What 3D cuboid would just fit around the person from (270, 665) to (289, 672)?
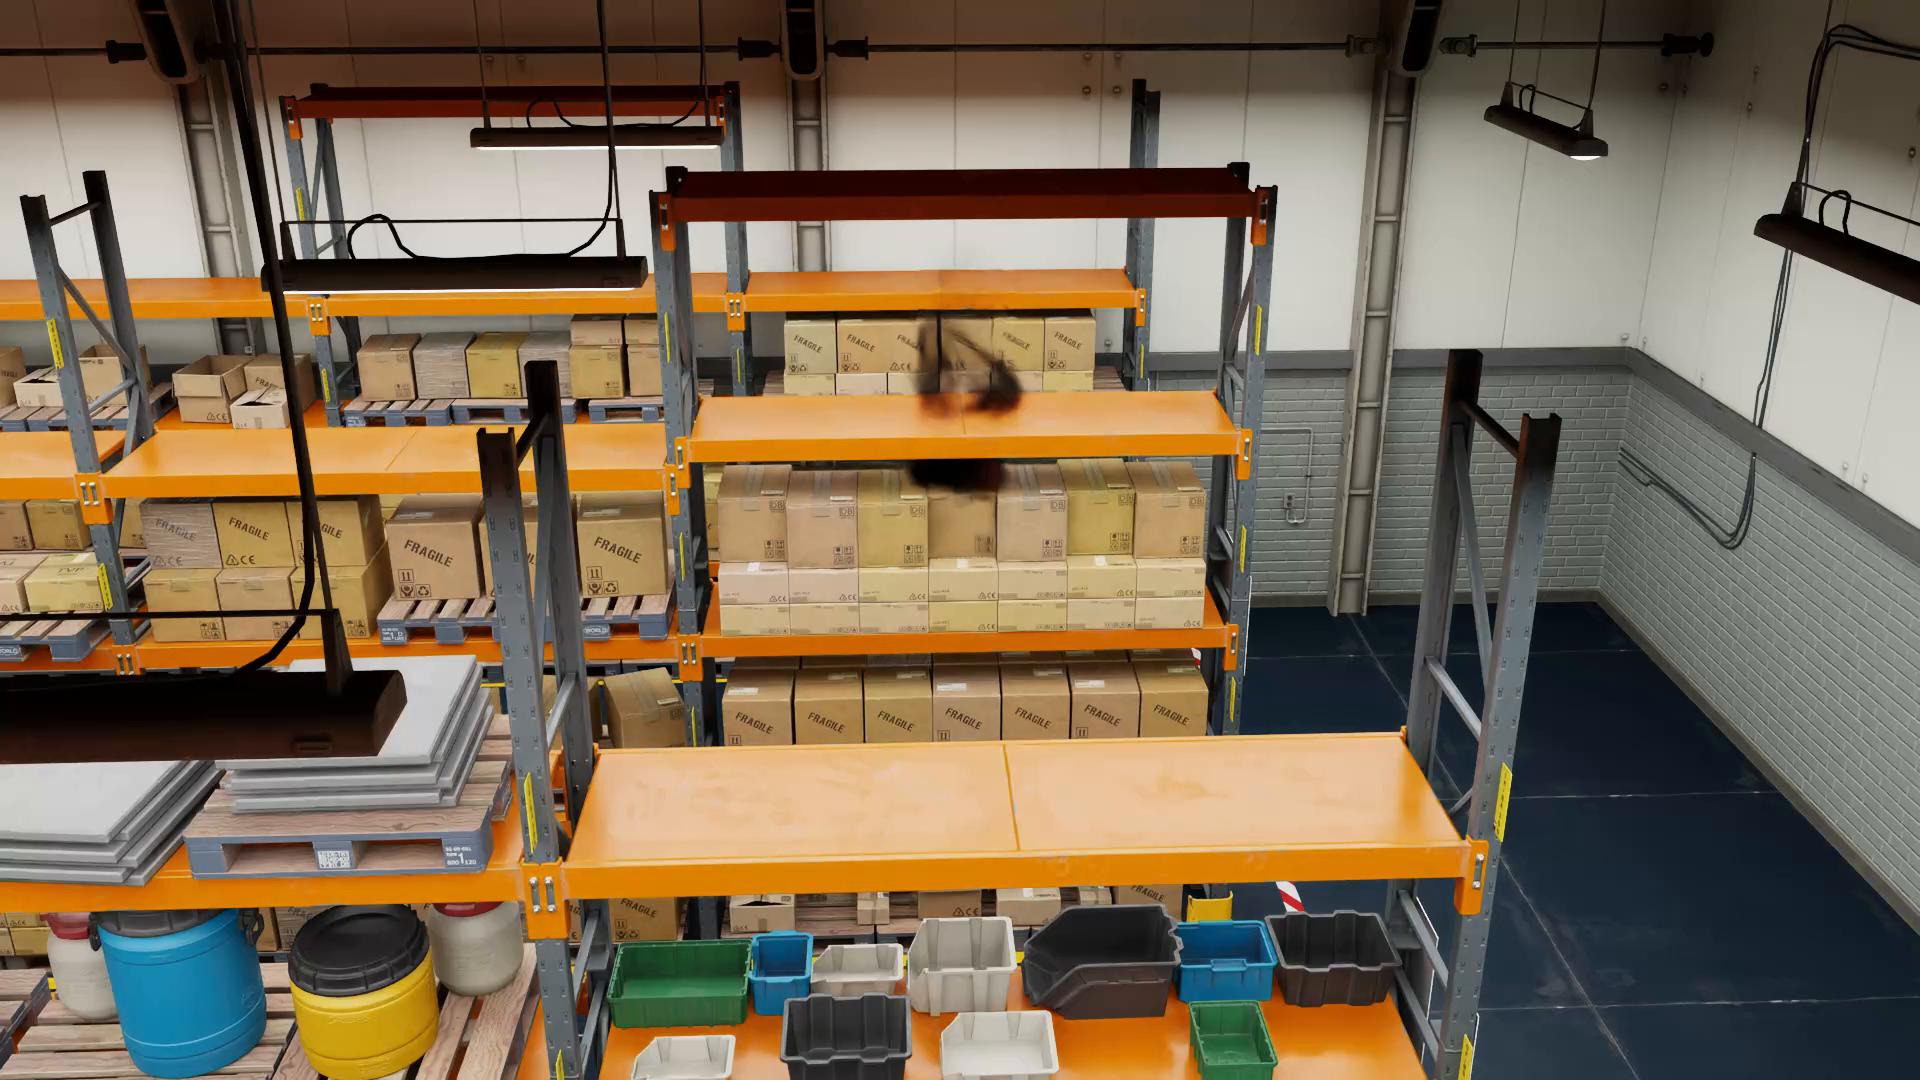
[{"bbox_3d":[-6.021,1.537,15.057,0.659,1.746,0.691,-4,22,-10],"label":"person"}]
